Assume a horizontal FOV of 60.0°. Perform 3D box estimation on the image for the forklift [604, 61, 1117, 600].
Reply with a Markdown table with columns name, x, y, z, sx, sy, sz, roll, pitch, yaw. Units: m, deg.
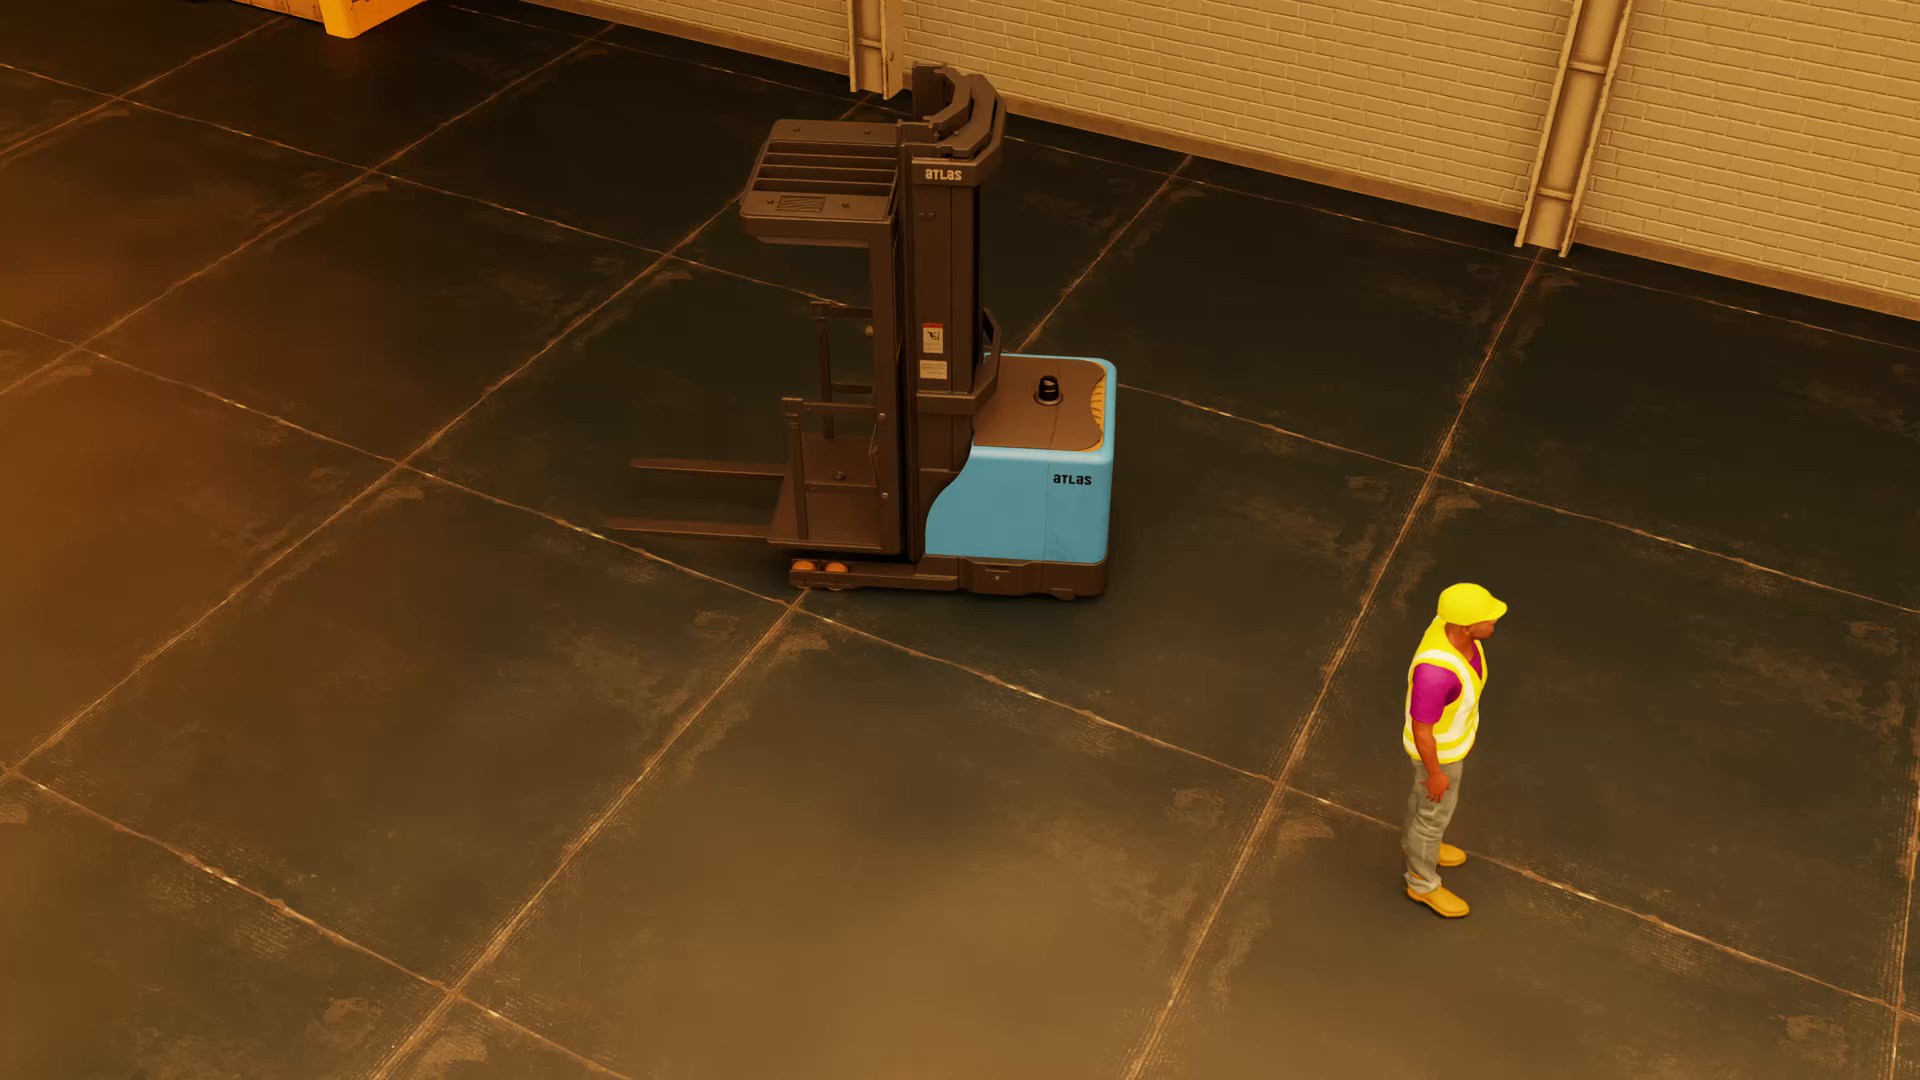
| name | x | y | z | sx | sy | sz | roll | pitch | yaw |
| --- | --- | --- | --- | --- | --- | --- | --- | --- | --- |
| forklift | -0.606 | -1.157 | 9.360 | 3.031 | 2.935 | 1.130 | 3 | 40 | 4 |

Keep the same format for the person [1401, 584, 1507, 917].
| name | x | y | z | sx | sy | sz | roll | pitch | yaw |
| --- | --- | --- | --- | --- | --- | --- | --- | --- | --- |
| person | 2.316 | 0.943 | 7.770 | 0.549 | 1.765 | 0.654 | 16 | 43 | 18 |
